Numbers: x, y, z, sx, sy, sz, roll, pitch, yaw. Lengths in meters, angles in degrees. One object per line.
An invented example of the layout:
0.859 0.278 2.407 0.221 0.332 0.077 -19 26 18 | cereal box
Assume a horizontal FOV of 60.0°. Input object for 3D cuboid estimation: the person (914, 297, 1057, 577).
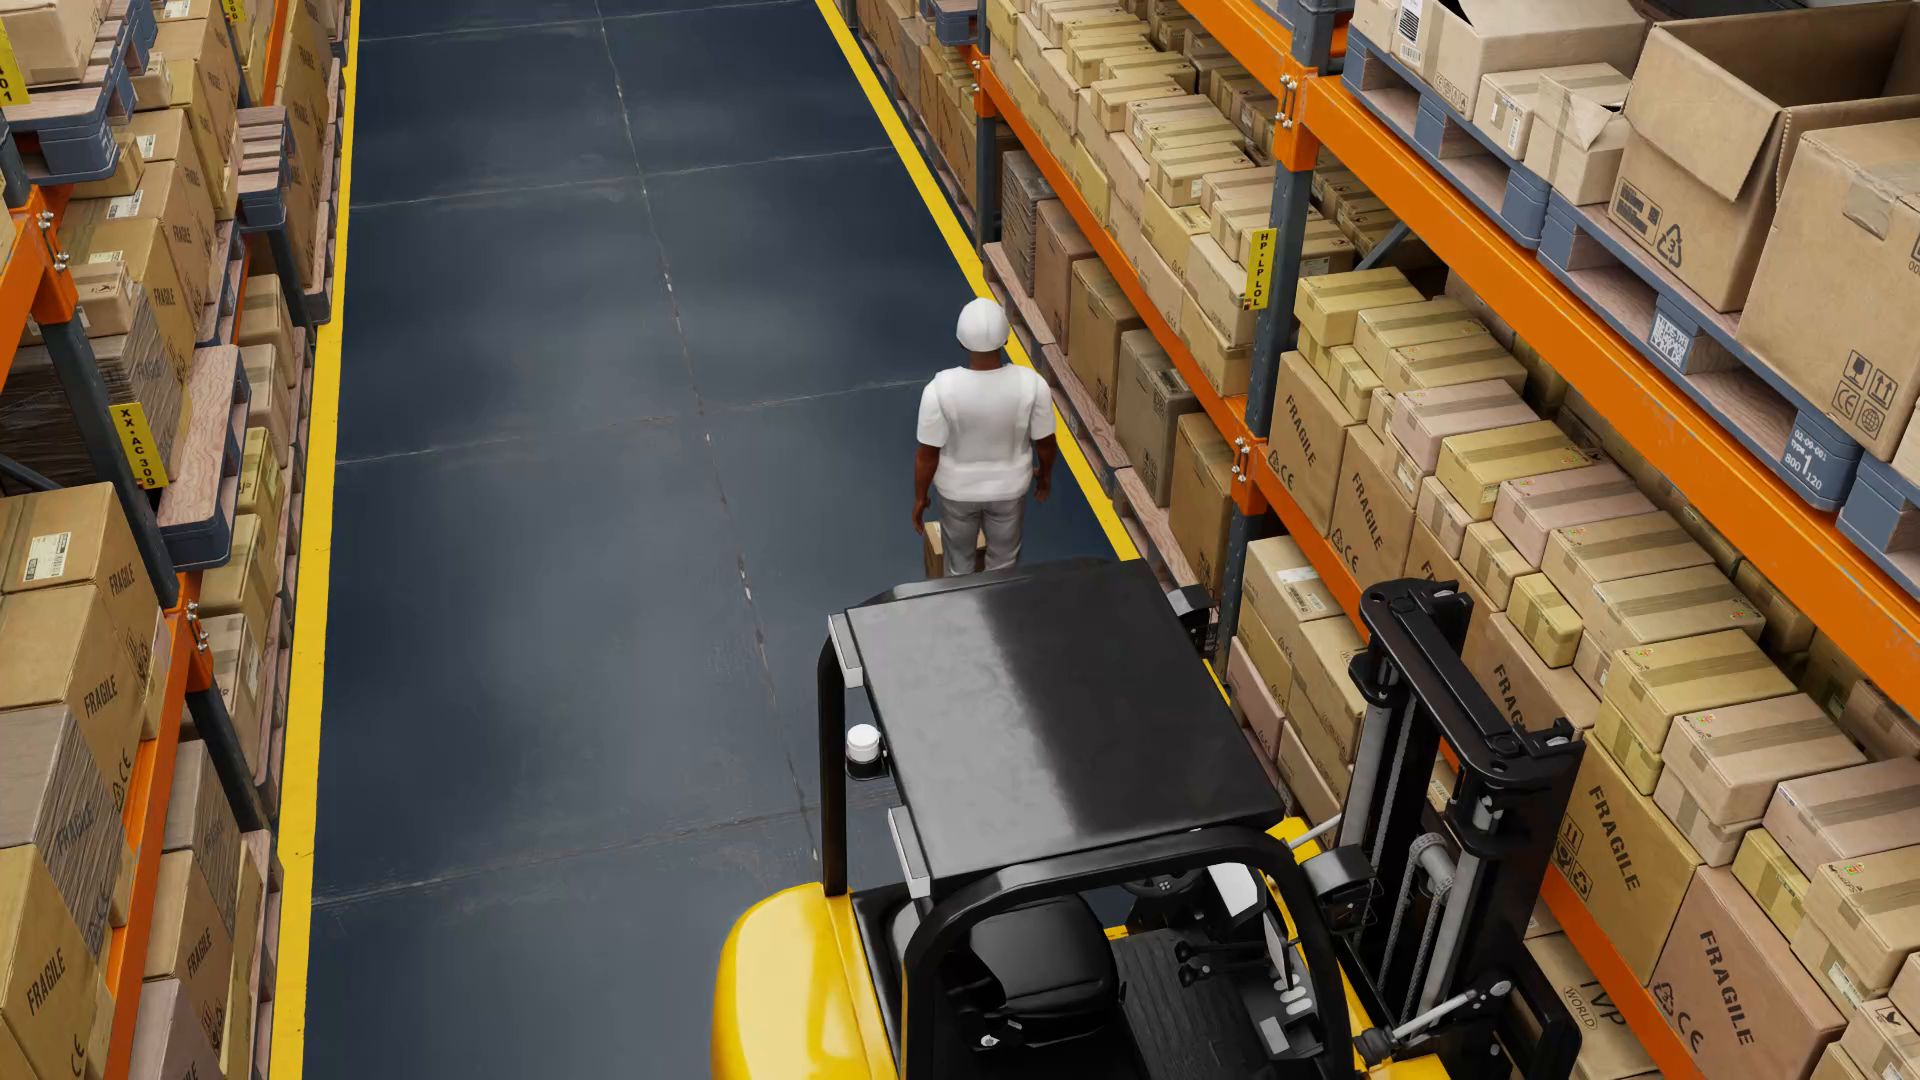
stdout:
0.099 -0.240 6.972 0.596 1.763 0.389 -3 38 -4 | person
